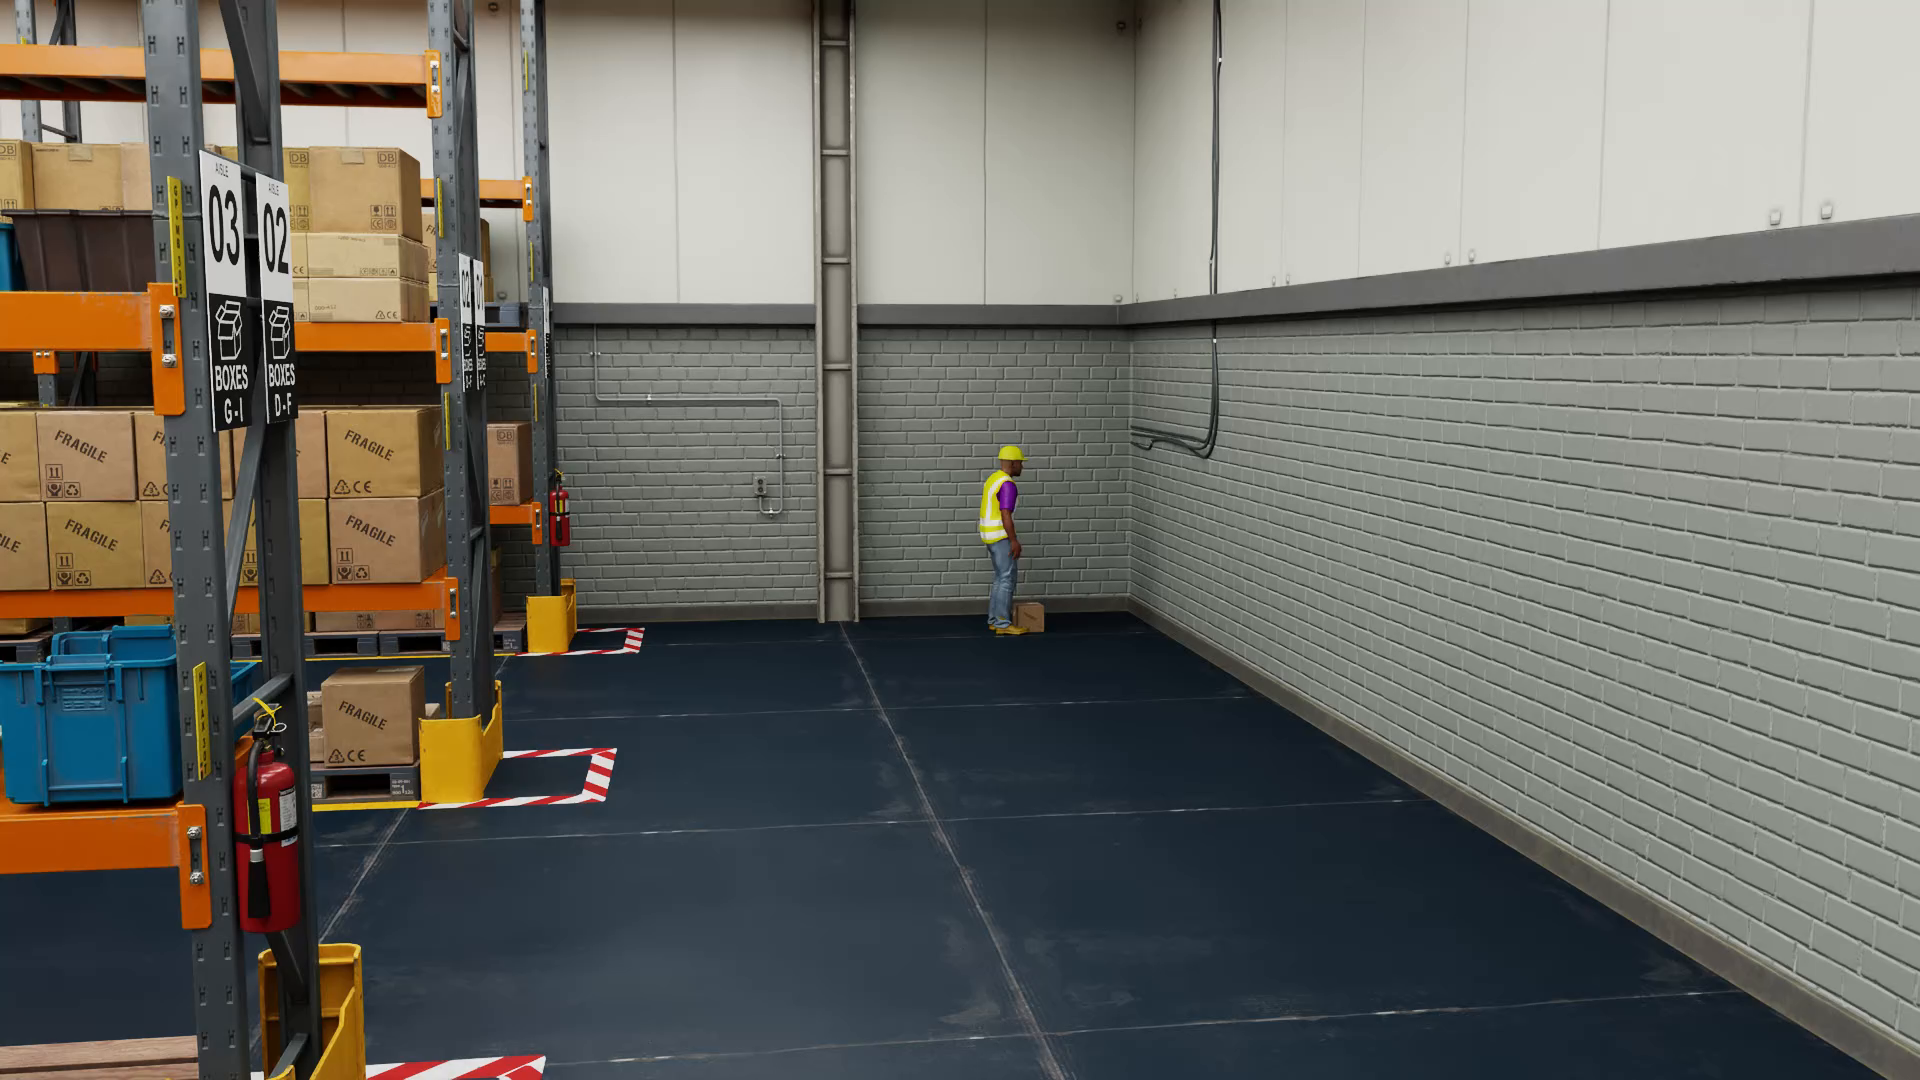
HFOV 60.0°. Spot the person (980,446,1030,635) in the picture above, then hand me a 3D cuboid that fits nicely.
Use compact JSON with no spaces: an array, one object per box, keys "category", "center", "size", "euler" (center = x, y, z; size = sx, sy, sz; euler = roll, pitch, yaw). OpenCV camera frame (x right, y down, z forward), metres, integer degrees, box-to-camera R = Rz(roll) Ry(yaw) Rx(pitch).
[{"category":"person","center":[0.432,-0.008,15.699],"size":[0.461,1.761,0.627],"euler":[-1,7,-9]}]
